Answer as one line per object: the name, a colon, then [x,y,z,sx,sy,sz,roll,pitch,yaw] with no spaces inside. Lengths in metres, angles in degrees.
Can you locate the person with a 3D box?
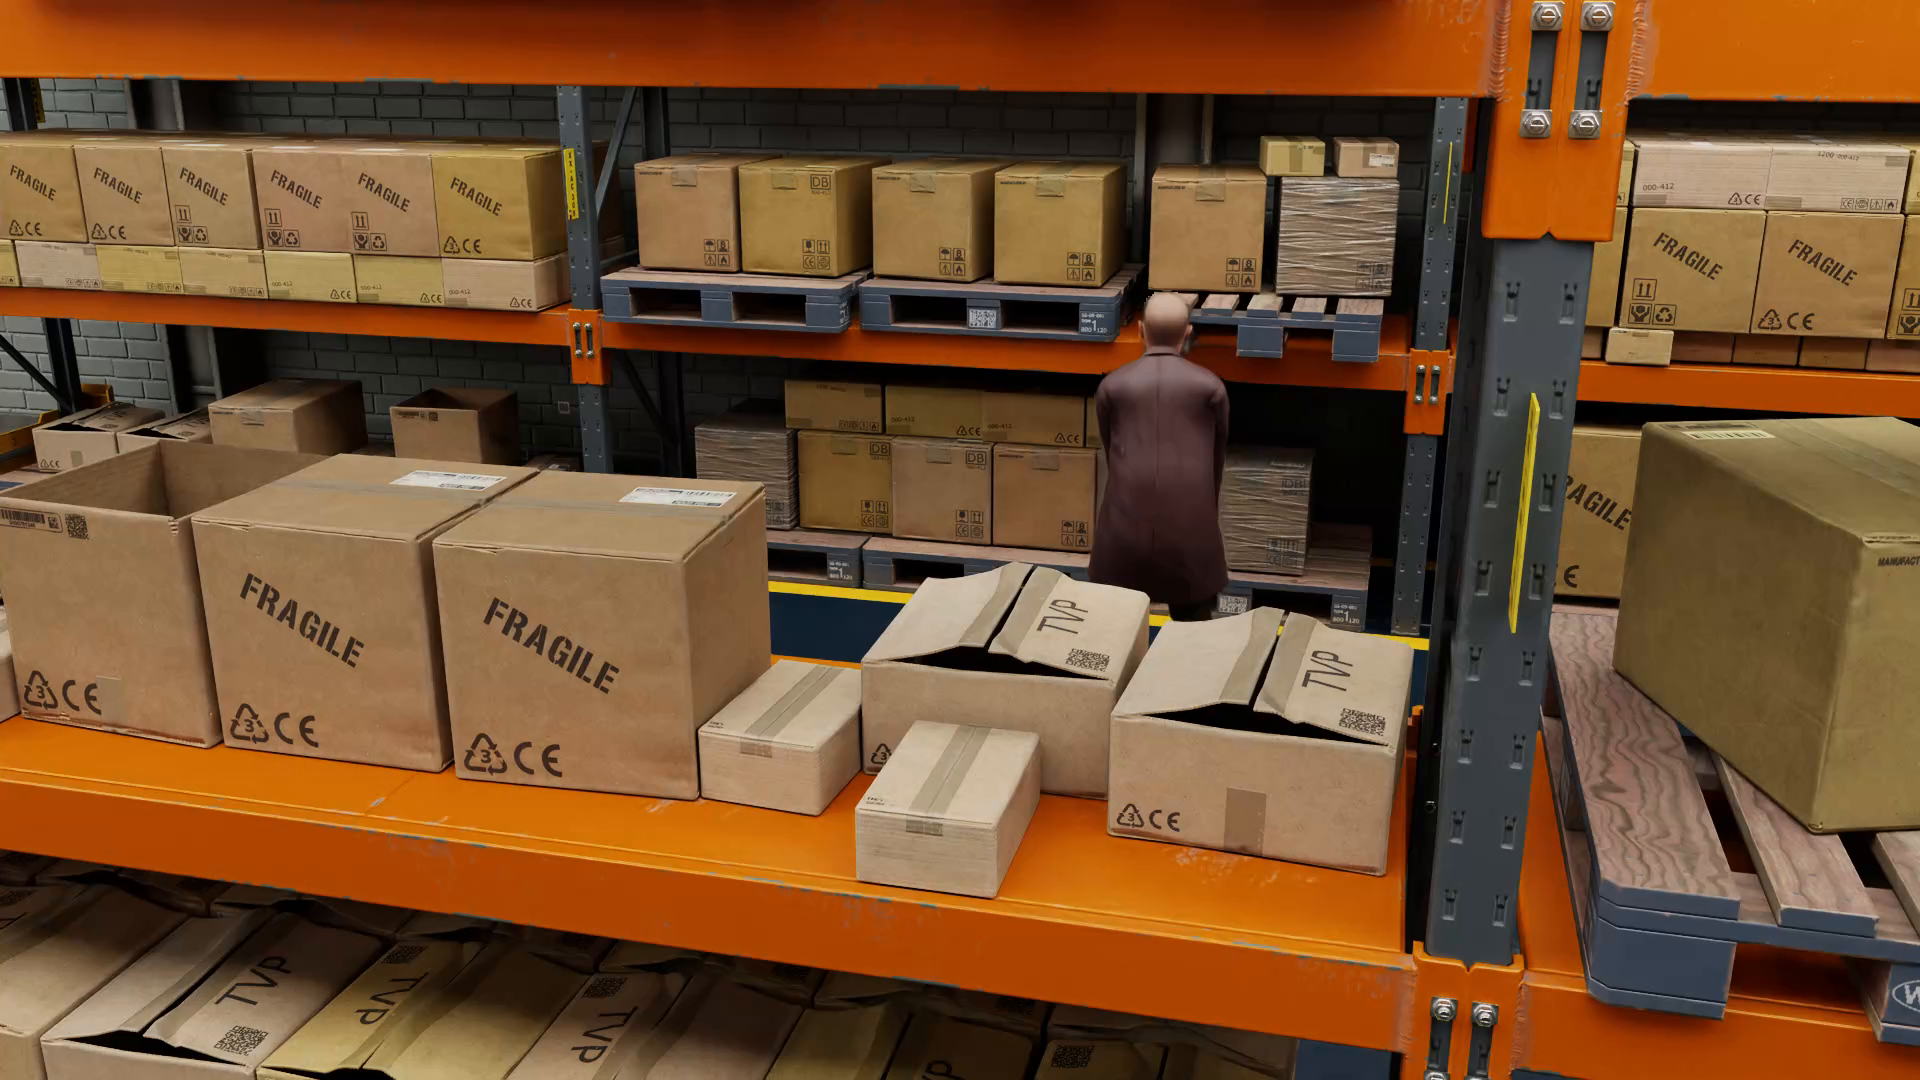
person: [0.769,-0.057,6.325,0.537,1.742,0.599,4,18,13]
